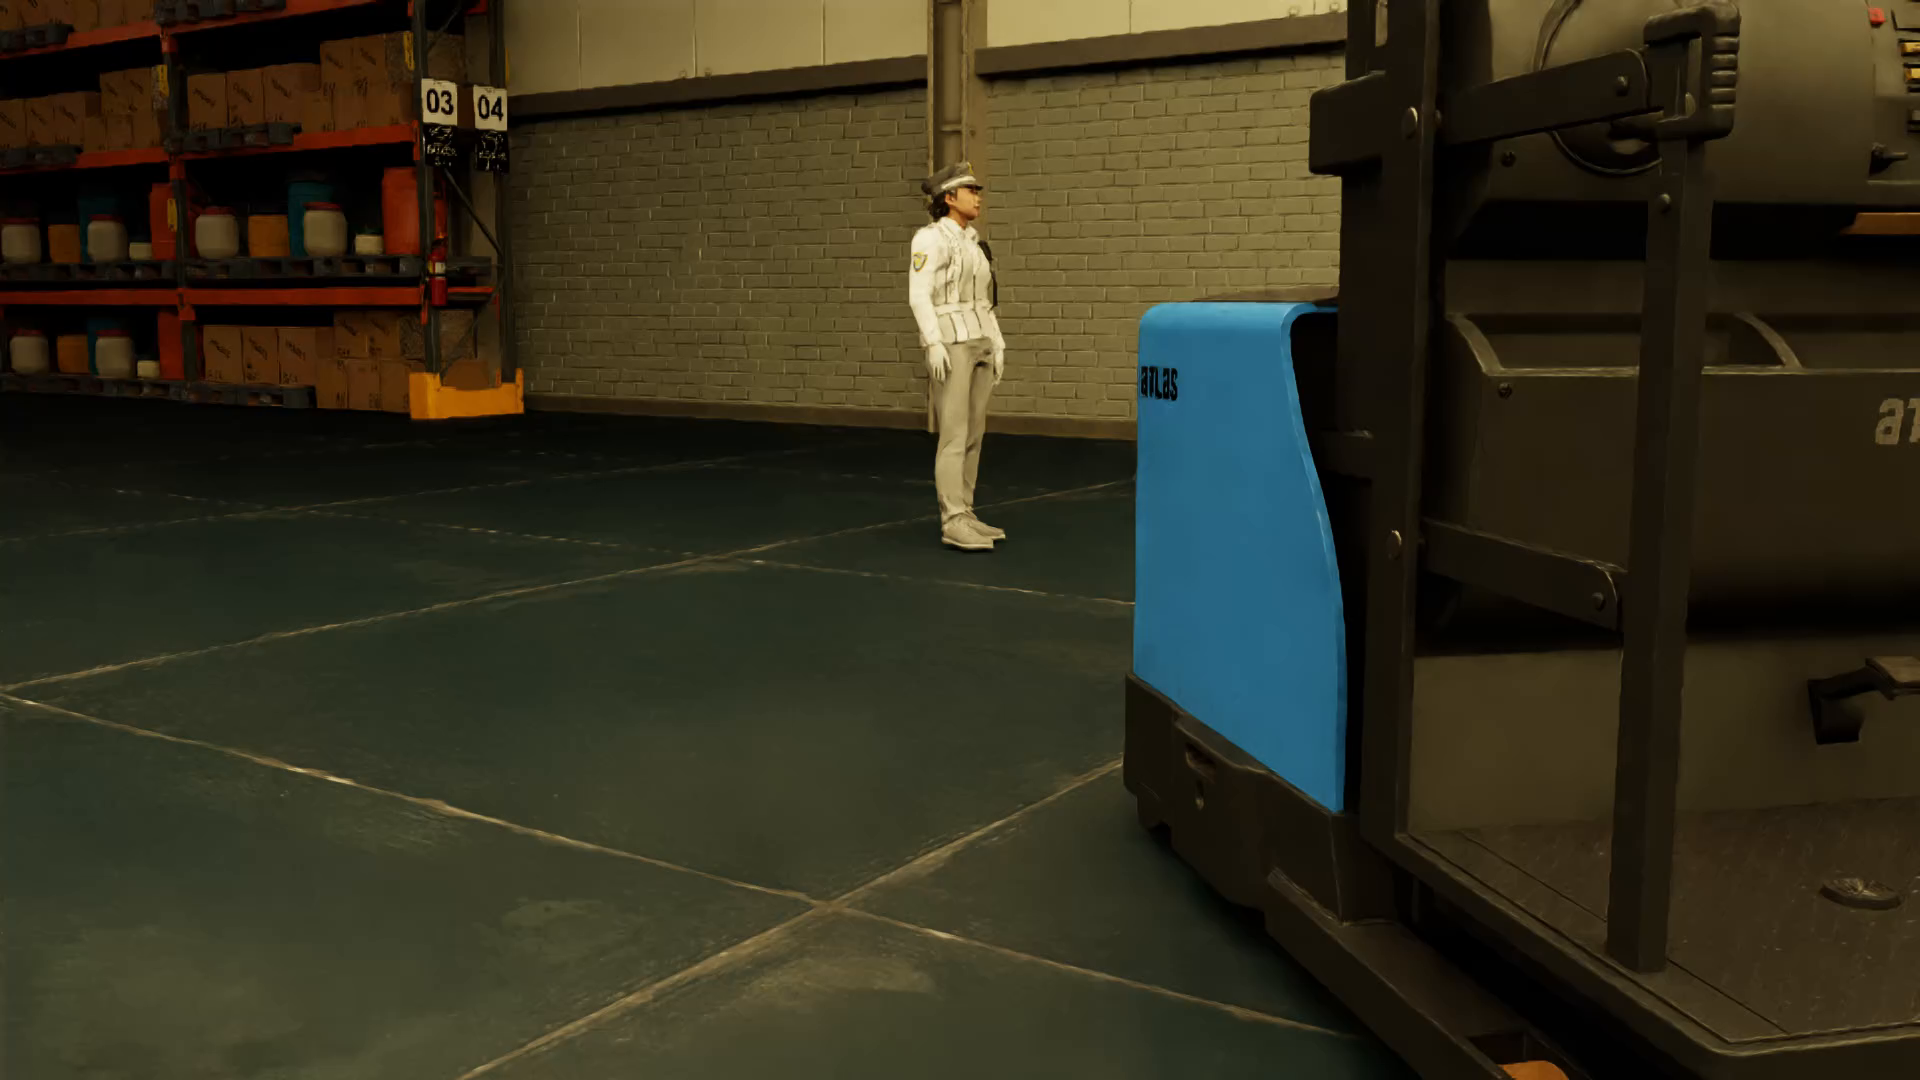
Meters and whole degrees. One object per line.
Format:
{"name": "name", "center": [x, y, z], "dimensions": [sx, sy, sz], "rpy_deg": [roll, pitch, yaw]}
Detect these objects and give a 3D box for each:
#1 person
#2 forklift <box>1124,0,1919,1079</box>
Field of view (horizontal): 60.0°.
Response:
{"name": "person", "center": [0.052, -0.840, 7.440], "dimensions": [0.532, 1.695, 0.586], "rpy_deg": [5, 10, 34]}
{"name": "forklift", "center": [1.158, -0.685, 2.011], "dimensions": [1.130, 2.935, 3.031], "rpy_deg": [-2, 8, -12]}
